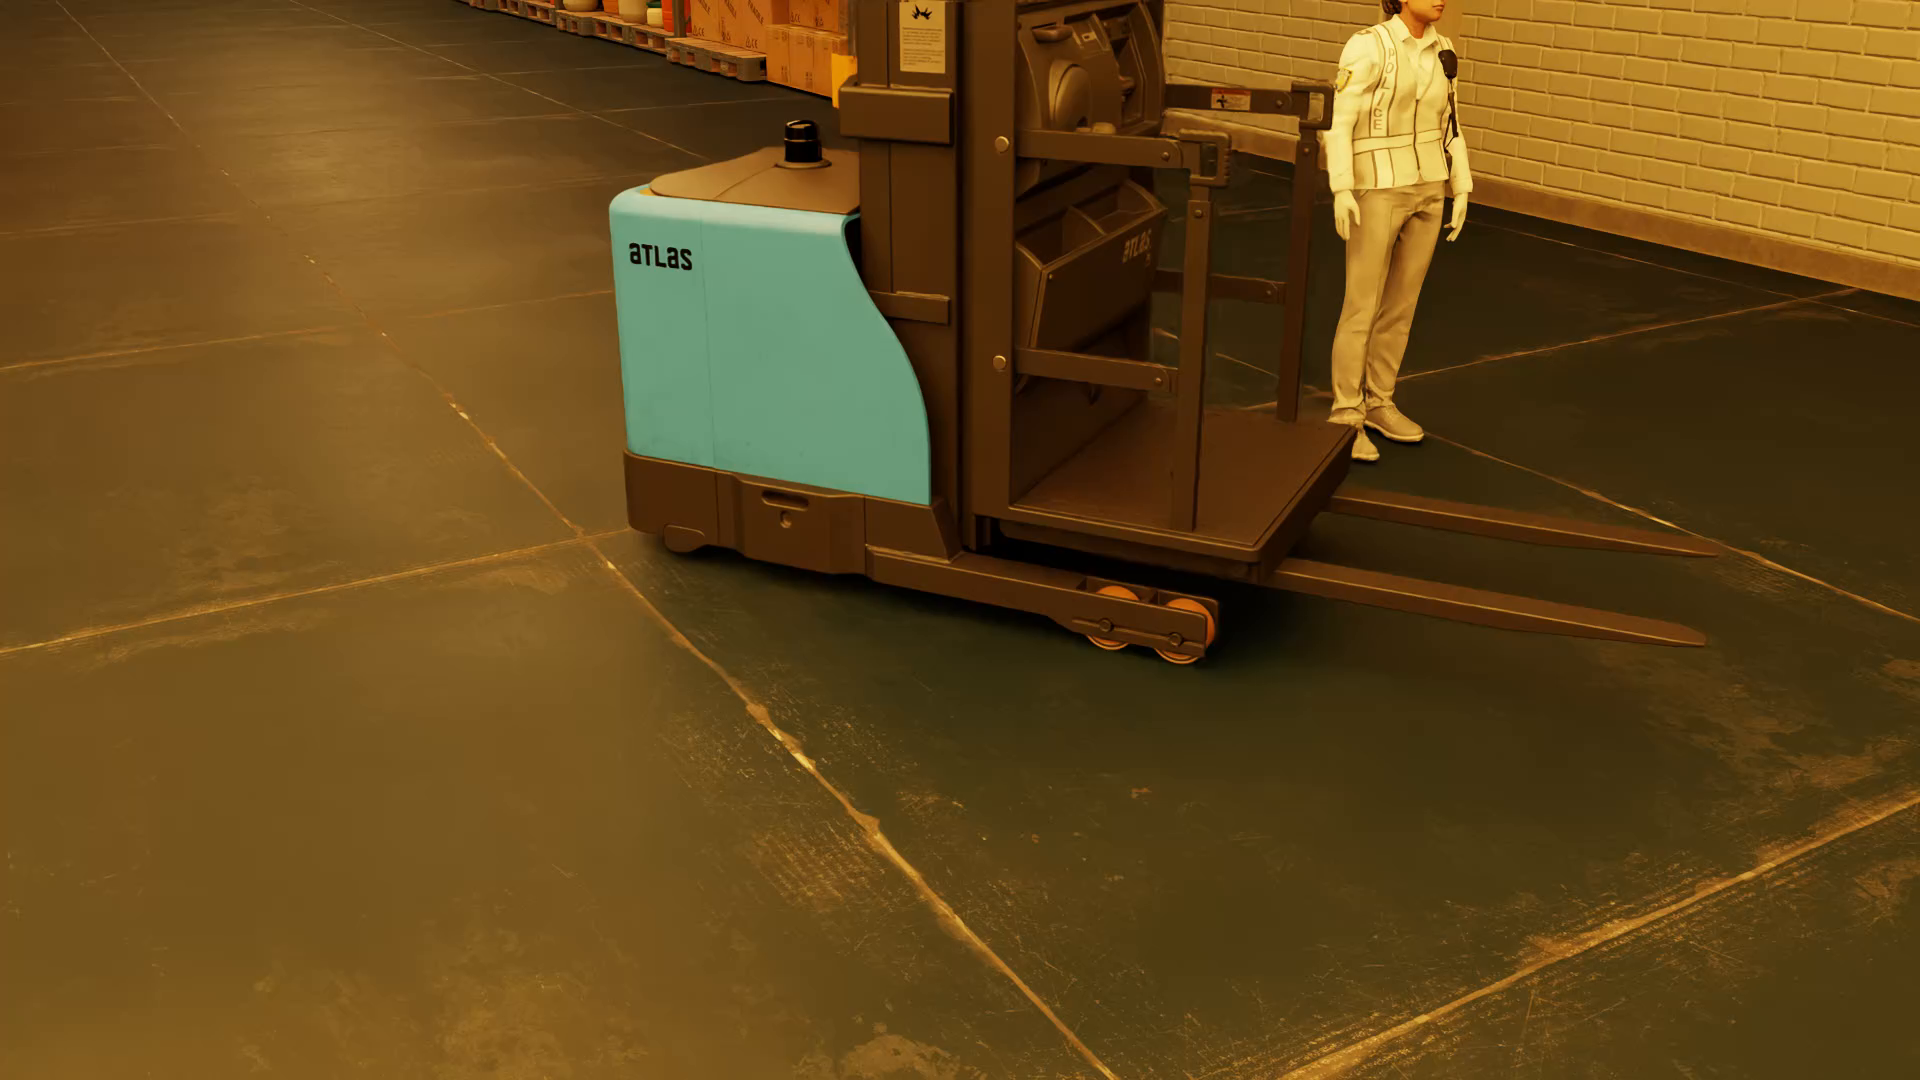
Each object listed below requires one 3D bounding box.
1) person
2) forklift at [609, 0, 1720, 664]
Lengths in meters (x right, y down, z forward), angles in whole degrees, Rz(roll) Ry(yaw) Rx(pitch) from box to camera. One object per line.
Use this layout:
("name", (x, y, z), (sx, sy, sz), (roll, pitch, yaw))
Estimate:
("person", (1.545, -1.174, 5.745), (0.586, 1.694, 0.531), (-9, 24, -21))
("forklift", (0.544, -1.262, 4.349), (3.031, 2.935, 1.130), (10, 24, 23))
